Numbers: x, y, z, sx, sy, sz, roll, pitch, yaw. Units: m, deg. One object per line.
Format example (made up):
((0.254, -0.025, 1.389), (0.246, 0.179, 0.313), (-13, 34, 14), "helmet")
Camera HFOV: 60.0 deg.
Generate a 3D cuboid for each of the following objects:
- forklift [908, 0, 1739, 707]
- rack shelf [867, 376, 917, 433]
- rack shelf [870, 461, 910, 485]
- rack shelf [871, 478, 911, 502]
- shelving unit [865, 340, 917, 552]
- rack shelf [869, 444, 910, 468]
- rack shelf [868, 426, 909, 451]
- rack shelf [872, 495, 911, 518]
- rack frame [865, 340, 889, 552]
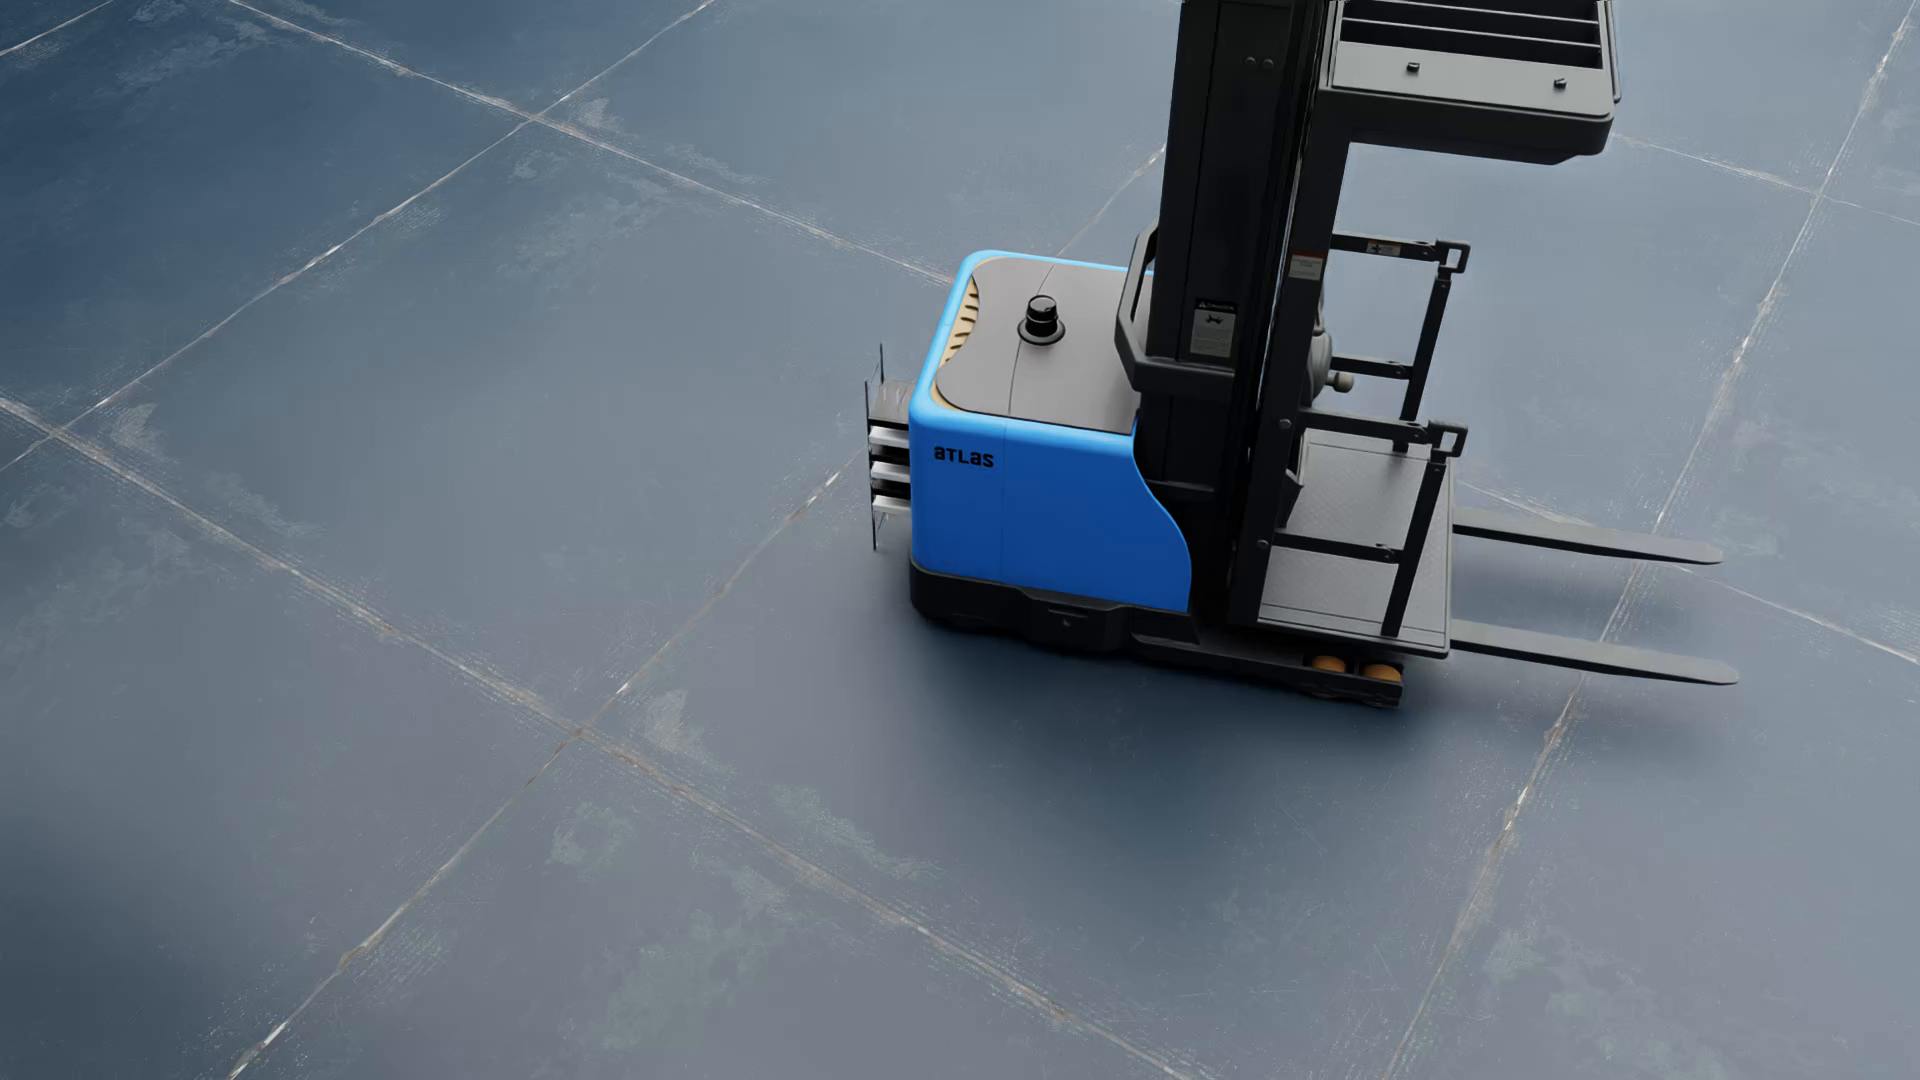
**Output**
((1.379, -0.826, 5.509), (3.031, 2.935, 1.130), (9, 47, 9), "forklift")
((-0.220, -0.498, 6.276), (0.200, 0.077, 0.258), (9, 47, 9), "rack shelf")
((-0.220, -0.310, 6.470), (0.200, 0.077, 0.258), (9, 47, 9), "rack shelf")
((-0.220, -0.247, 6.535), (0.200, 0.077, 0.258), (9, 47, 9), "rack shelf")
((-0.220, -0.333, 6.446), (0.210, 0.900, 0.258), (9, 47, 9), "shelving unit")
((-0.220, -0.372, 6.405), (0.200, 0.077, 0.258), (9, 47, 9), "rack shelf")
((-0.220, -0.435, 6.341), (0.200, 0.077, 0.258), (9, 47, 9), "rack shelf")
((-0.220, -0.184, 6.599), (0.200, 0.077, 0.258), (9, 47, 9), "rack shelf")
((-0.319, -0.349, 6.462), (0.006, 0.900, 0.240), (9, 47, 9), "rack frame")
